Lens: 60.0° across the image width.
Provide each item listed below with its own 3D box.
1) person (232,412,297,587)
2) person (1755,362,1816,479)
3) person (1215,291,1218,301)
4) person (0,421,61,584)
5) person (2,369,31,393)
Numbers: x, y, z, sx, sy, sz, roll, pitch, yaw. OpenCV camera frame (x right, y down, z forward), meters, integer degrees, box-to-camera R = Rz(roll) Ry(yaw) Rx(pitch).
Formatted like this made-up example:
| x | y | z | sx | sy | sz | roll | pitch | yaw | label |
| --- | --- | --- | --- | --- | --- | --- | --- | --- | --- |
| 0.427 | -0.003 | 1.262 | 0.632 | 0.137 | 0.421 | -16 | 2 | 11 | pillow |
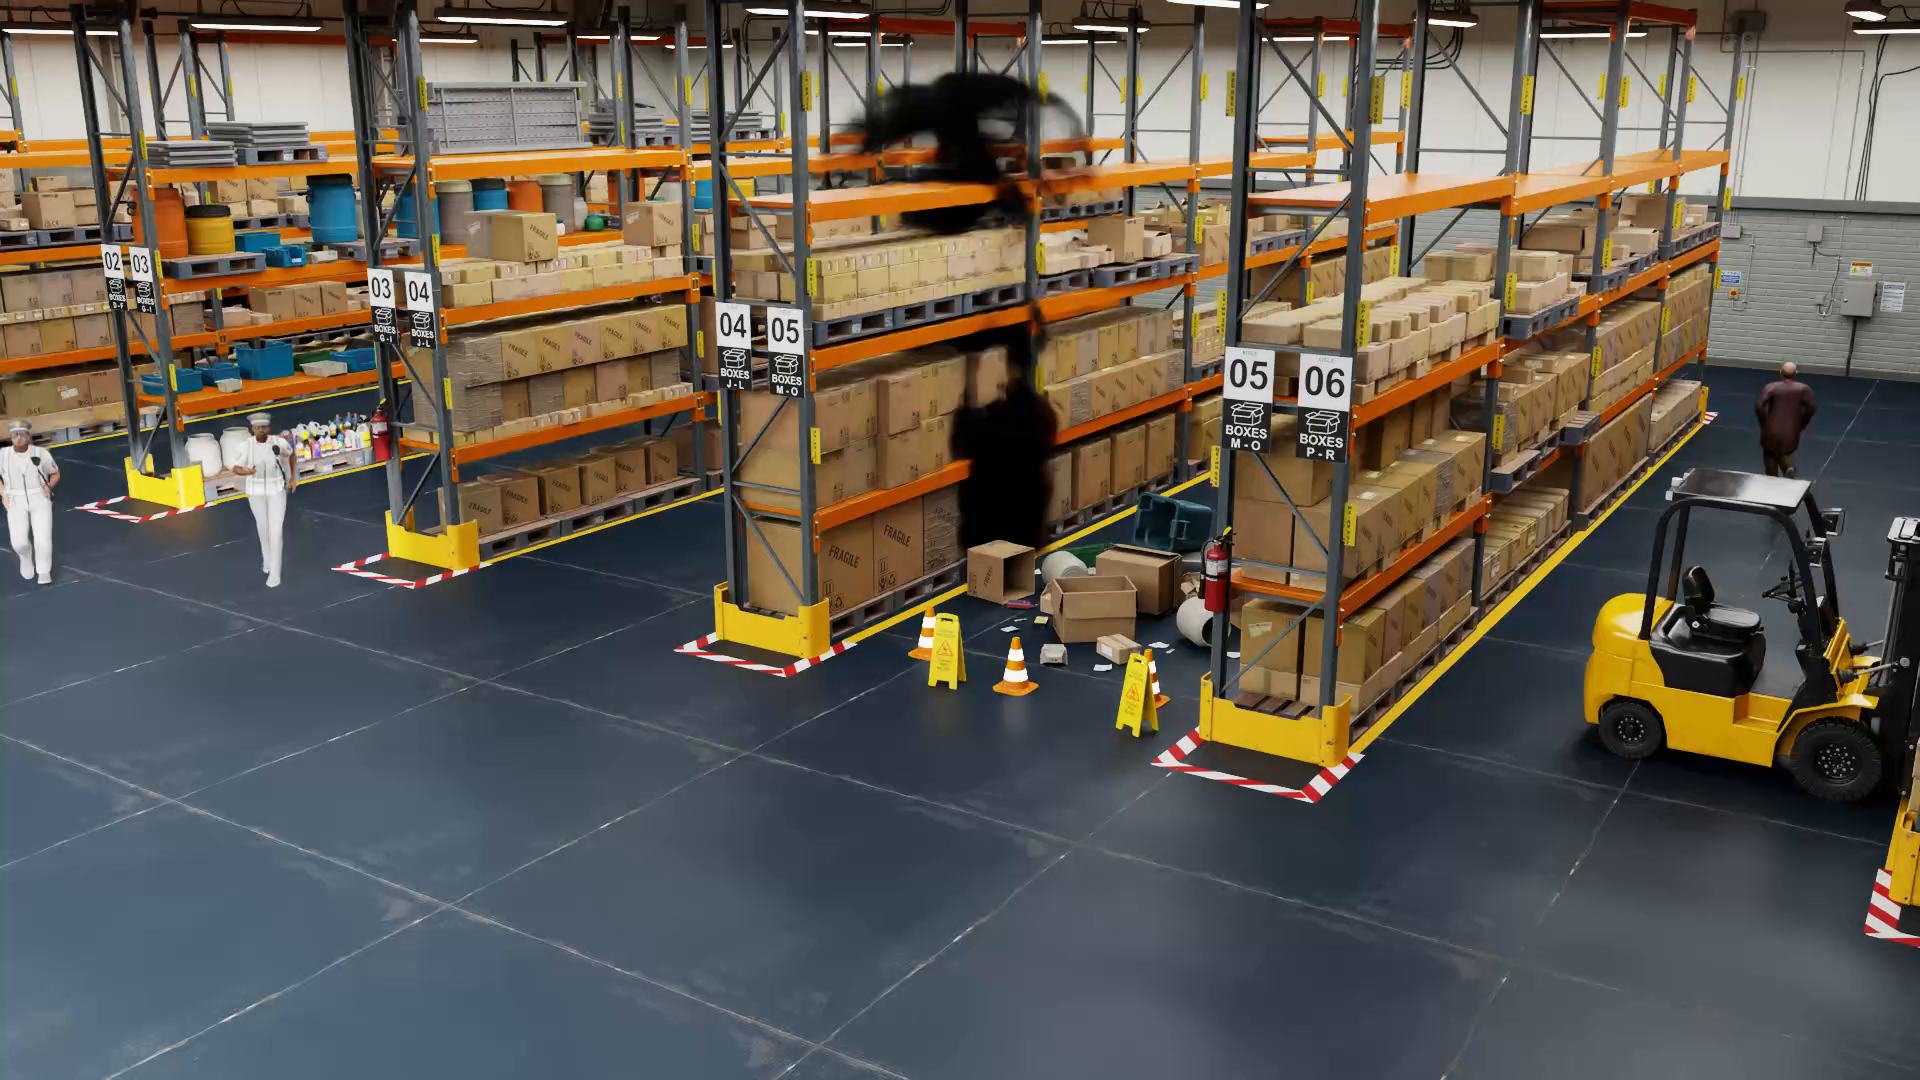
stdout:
| x | y | z | sx | sy | sz | roll | pitch | yaw | label |
| --- | --- | --- | --- | --- | --- | --- | --- | --- | --- |
| -6.945 | -0.448 | 16.671 | 0.576 | 1.725 | 0.875 | -4 | 16 | -15 | person |
| 10.362 | -1.371 | 20.952 | 0.695 | 1.727 | 0.672 | 5 | 16 | 17 | person |
| 4.375 | -3.322 | 27.889 | 0.736 | 1.732 | 0.814 | 14 | 21 | 41 | person |
| -9.717 | -0.385 | 17.346 | 0.656 | 1.733 | 0.611 | -8 | 17 | -26 | person |
| -14.465 | -2.670 | 25.599 | 0.691 | 1.734 | 0.597 | 6 | 16 | 19 | person |
